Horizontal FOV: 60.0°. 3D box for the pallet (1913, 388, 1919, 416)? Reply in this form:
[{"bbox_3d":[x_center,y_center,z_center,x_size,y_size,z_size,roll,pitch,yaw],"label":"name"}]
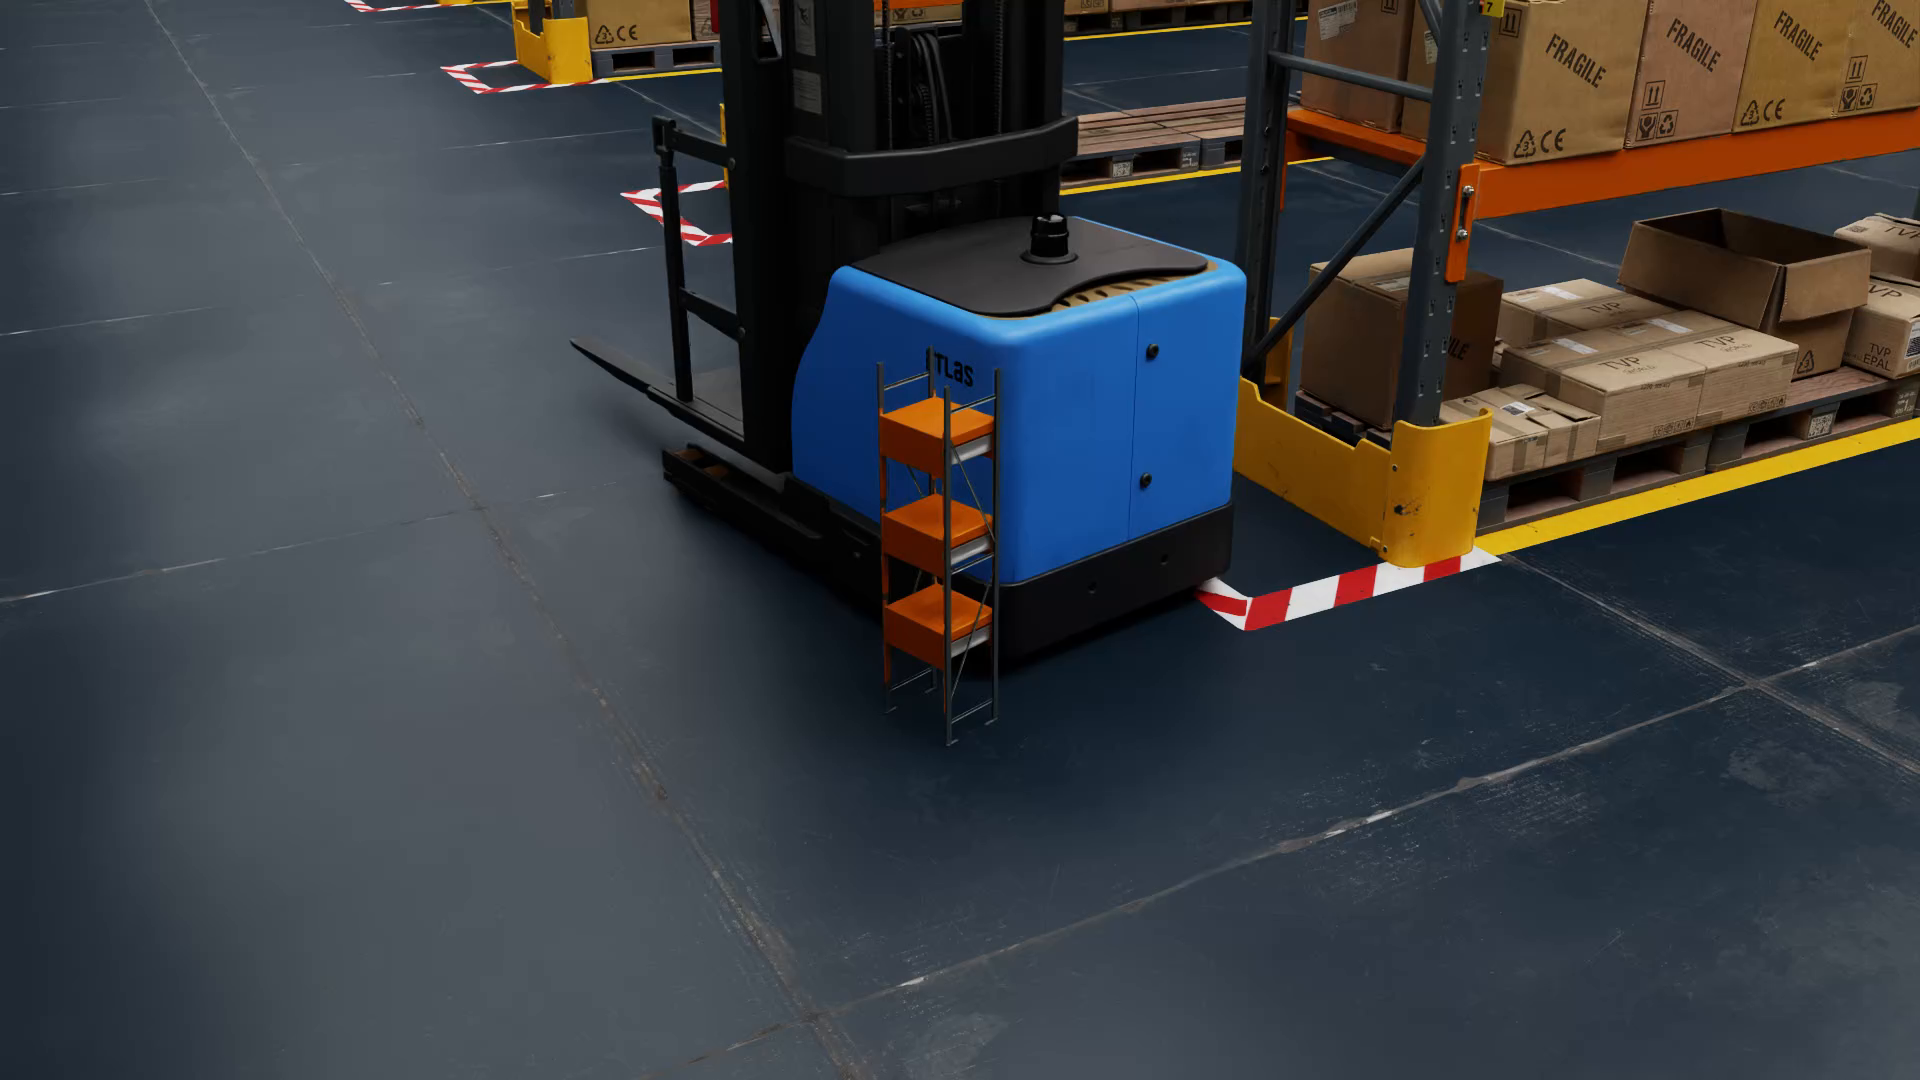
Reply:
[{"bbox_3d":[4.209,-0.908,7.399,1.213,0.211,1.003,-13,29,-25],"label":"pallet"}]

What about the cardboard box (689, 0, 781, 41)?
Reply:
[{"bbox_3d":[-2.042,-4.852,14.360,0.875,0.875,0.875,-13,29,-25],"label":"cardboard box"}]

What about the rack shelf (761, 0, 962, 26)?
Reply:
[{"bbox_3d":[0.723,-3.466,10.334,4.000,0.370,1.077,-13,29,-25],"label":"rack shelf"}]

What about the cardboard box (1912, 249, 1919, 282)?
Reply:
[{"bbox_3d":[4.446,-1.152,7.064,0.500,0.500,0.500,-13,29,-25],"label":"cardboard box"}]

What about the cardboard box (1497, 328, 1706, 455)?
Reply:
[{"bbox_3d":[2.340,-0.553,6.106,0.500,0.250,0.500,-13,29,-25],"label":"cardboard box"}]

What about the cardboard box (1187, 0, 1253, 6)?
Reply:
[{"bbox_3d":[2.278,-5.824,16.385,0.875,0.875,1.225,-13,29,-25],"label":"cardboard box"}]

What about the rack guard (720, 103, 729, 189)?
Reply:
[{"bbox_3d":[-1.057,-2.246,9.851,0.348,0.500,1.175,-13,29,-25],"label":"rack guard"}]

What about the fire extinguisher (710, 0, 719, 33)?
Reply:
[{"bbox_3d":[-1.389,-3.323,9.725,0.183,0.674,0.296,-13,29,-25],"label":"fire extinguisher"}]

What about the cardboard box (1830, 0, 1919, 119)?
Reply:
[{"bbox_3d":[3.140,-1.835,5.990,0.500,0.500,0.500,-13,28,-24],"label":"cardboard box"}]

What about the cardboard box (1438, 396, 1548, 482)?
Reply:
[{"bbox_3d":[1.817,-0.358,5.815,0.250,0.149,0.380,-13,29,-25],"label":"cardboard box"}]

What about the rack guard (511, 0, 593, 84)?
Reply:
[{"bbox_3d":[-3.394,-4.143,13.801,0.348,0.500,1.175,-13,29,-25],"label":"rack guard"}]

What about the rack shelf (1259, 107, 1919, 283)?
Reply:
[{"bbox_3d":[3.051,-1.573,6.393,4.000,0.370,1.077,-13,29,-25],"label":"rack shelf"}]

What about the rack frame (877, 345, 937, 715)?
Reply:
[{"bbox_3d":[-0.141,-0.010,4.557,0.008,1.050,0.200,23,34,39],"label":"rack frame"}]

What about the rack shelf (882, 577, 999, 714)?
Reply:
[{"bbox_3d":[-0.054,0.288,4.605,0.240,0.259,0.215,23,34,39],"label":"rack shelf"}]

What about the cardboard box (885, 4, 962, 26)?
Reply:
[{"bbox_3d":[-0.463,-5.217,15.120,0.875,0.875,0.875,-13,29,-25],"label":"cardboard box"}]

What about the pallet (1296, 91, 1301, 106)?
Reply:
[{"bbox_3d":[3.188,-3.082,11.925,1.213,0.211,1.003,-13,29,-25],"label":"pallet"}]

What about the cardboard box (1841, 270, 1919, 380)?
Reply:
[{"bbox_3d":[3.784,-0.914,6.787,0.500,0.311,0.500,-13,29,-25],"label":"cardboard box"}]

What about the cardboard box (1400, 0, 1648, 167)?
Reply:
[{"bbox_3d":[1.801,-1.525,5.346,0.500,0.500,0.500,-12,28,-24],"label":"cardboard box"}]

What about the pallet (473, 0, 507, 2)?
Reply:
[{"bbox_3d":[-4.817,-6.100,18.211,1.213,0.211,1.003,-13,29,-25],"label":"pallet"}]

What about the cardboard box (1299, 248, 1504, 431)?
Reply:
[{"bbox_3d":[1.650,-0.767,6.261,0.500,0.500,0.500,-13,29,-25],"label":"cardboard box"}]

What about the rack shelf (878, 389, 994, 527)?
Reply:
[{"bbox_3d":[-0.054,-0.219,4.362,0.240,0.259,0.215,23,34,39],"label":"rack shelf"}]

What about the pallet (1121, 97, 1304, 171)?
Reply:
[{"bbox_3d":[1.857,-2.776,11.288,1.213,0.211,1.003,-13,29,-25],"label":"pallet"}]

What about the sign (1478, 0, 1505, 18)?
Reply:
[{"bbox_3d":[1.541,-1.674,4.770,0.005,0.325,0.100,-13,29,-25],"label":"sign"}]

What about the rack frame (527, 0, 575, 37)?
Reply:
[{"bbox_3d":[-3.372,-5.275,13.270,0.127,3.000,1.000,-13,29,-25],"label":"rack frame"}]

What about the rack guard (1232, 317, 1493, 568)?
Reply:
[{"bbox_3d":[1.353,-0.379,5.962,0.348,0.500,1.175,-13,29,-25],"label":"rack guard"}]

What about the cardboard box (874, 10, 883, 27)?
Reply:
[{"bbox_3d":[-1.257,-5.034,14.738,0.875,0.875,0.875,-13,29,-25],"label":"cardboard box"}]

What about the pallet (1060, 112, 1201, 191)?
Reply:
[{"bbox_3d":[0.779,-2.526,10.767,1.213,0.211,1.003,-13,29,-25],"label":"pallet"}]

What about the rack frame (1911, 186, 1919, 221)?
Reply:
[{"bbox_3d":[4.815,-2.305,7.085,0.127,3.000,1.000,-13,29,-25],"label":"rack frame"}]

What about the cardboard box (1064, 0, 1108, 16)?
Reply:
[{"bbox_3d":[0.712,-5.459,15.623,0.875,0.875,1.225,-13,29,-25],"label":"cardboard box"}]

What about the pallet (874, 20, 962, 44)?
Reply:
[{"bbox_3d":[-0.551,-4.707,15.310,1.213,0.211,1.003,-13,29,-25],"label":"pallet"}]

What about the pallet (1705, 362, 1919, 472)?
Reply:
[{"bbox_3d":[3.131,-0.658,6.877,1.213,0.211,1.003,-13,29,-25],"label":"pallet"}]

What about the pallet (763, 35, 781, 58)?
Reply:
[{"bbox_3d":[-1.629,-4.457,14.789,1.213,0.211,1.003,-13,29,-25],"label":"pallet"}]

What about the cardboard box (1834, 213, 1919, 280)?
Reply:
[{"bbox_3d":[4.343,-1.288,7.566,0.500,0.311,0.500,-13,29,-25],"label":"cardboard box"}]

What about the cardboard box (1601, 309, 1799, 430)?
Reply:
[{"bbox_3d":[2.781,-0.655,6.318,0.500,0.250,0.500,-13,29,-25],"label":"cardboard box"}]

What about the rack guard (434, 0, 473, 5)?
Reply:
[{"bbox_3d":[-5.550,-6.078,17.832,0.348,0.500,1.175,-13,29,-25],"label":"rack guard"}]

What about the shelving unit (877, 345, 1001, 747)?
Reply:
[{"bbox_3d":[-0.054,0.027,4.480,0.252,1.050,0.215,23,34,39],"label":"shelving unit"}]

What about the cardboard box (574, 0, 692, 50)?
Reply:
[{"bbox_3d":[-2.845,-4.667,13.974,0.875,0.875,0.875,-13,29,-25],"label":"cardboard box"}]

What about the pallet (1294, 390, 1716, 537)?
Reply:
[{"bbox_3d":[2.056,-0.411,6.363,1.213,0.211,1.003,-13,29,-25],"label":"pallet"}]

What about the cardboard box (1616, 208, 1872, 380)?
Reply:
[{"bbox_3d":[3.160,-0.993,6.730,0.637,0.503,0.797,-13,29,-25],"label":"cardboard box"}]

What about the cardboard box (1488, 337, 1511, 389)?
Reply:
[{"bbox_3d":[2.049,-0.664,6.434,0.250,0.166,0.380,-13,29,-25],"label":"cardboard box"}]

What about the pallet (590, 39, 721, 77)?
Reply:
[{"bbox_3d":[-2.704,-4.210,14.275,1.213,0.211,1.003,-13,29,-25],"label":"pallet"}]

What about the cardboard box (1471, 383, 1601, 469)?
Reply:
[{"bbox_3d":[2.038,-0.416,5.917,0.250,0.166,0.380,-13,29,-25],"label":"cardboard box"}]

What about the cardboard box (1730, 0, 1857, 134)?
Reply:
[{"bbox_3d":[2.698,-1.733,5.779,0.500,0.500,0.500,-13,29,-25],"label":"cardboard box"}]

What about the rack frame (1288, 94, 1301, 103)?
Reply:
[{"bbox_3d":[2.488,-4.198,11.027,0.127,3.000,1.000,-13,29,-25],"label":"rack frame"}]

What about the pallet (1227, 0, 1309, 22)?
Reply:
[{"bbox_3d":[2.955,-5.515,16.993,1.213,0.211,1.003,-13,29,-25],"label":"pallet"}]

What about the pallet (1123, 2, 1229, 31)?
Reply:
[{"bbox_3d":[1.880,-5.268,16.479,1.213,0.211,1.003,-13,29,-25],"label":"pallet"}]

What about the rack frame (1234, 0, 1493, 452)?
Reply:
[{"bbox_3d":[1.286,-1.490,5.389,0.127,3.000,1.000,-13,29,-25],"label":"rack frame"}]

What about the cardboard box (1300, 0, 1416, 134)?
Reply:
[{"bbox_3d":[1.553,-1.731,5.774,0.500,0.500,0.500,-12,28,-24],"label":"cardboard box"}]

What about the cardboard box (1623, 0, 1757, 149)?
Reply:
[{"bbox_3d":[2.254,-1.632,5.569,0.500,0.500,0.500,-13,29,-26],"label":"cardboard box"}]

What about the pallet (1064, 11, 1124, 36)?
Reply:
[{"bbox_3d":[0.802,-5.018,15.958,1.213,0.211,1.003,-13,29,-25],"label":"pallet"}]

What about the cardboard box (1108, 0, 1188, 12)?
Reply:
[{"bbox_3d":[1.500,-5.641,16.003,0.875,0.875,1.225,-14,29,-27],"label":"cardboard box"}]

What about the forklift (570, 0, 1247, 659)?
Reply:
[{"bbox_3d":[-0.433,-1.543,5.577,1.130,2.935,3.031,-19,32,-34],"label":"forklift"}]

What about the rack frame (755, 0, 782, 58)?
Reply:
[{"bbox_3d":[-1.042,-3.383,9.330,0.127,3.000,1.000,-13,29,-25],"label":"rack frame"}]

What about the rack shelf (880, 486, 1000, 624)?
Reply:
[{"bbox_3d":[-0.054,0.037,4.484,0.240,0.259,0.215,23,34,39],"label":"rack shelf"}]

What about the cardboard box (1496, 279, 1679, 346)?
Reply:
[{"bbox_3d":[2.502,-0.836,6.694,0.500,0.250,0.500,-13,29,-25],"label":"cardboard box"}]

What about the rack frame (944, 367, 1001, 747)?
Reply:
[{"bbox_3d":[0.032,0.065,4.402,0.008,1.050,0.200,23,34,39],"label":"rack frame"}]
